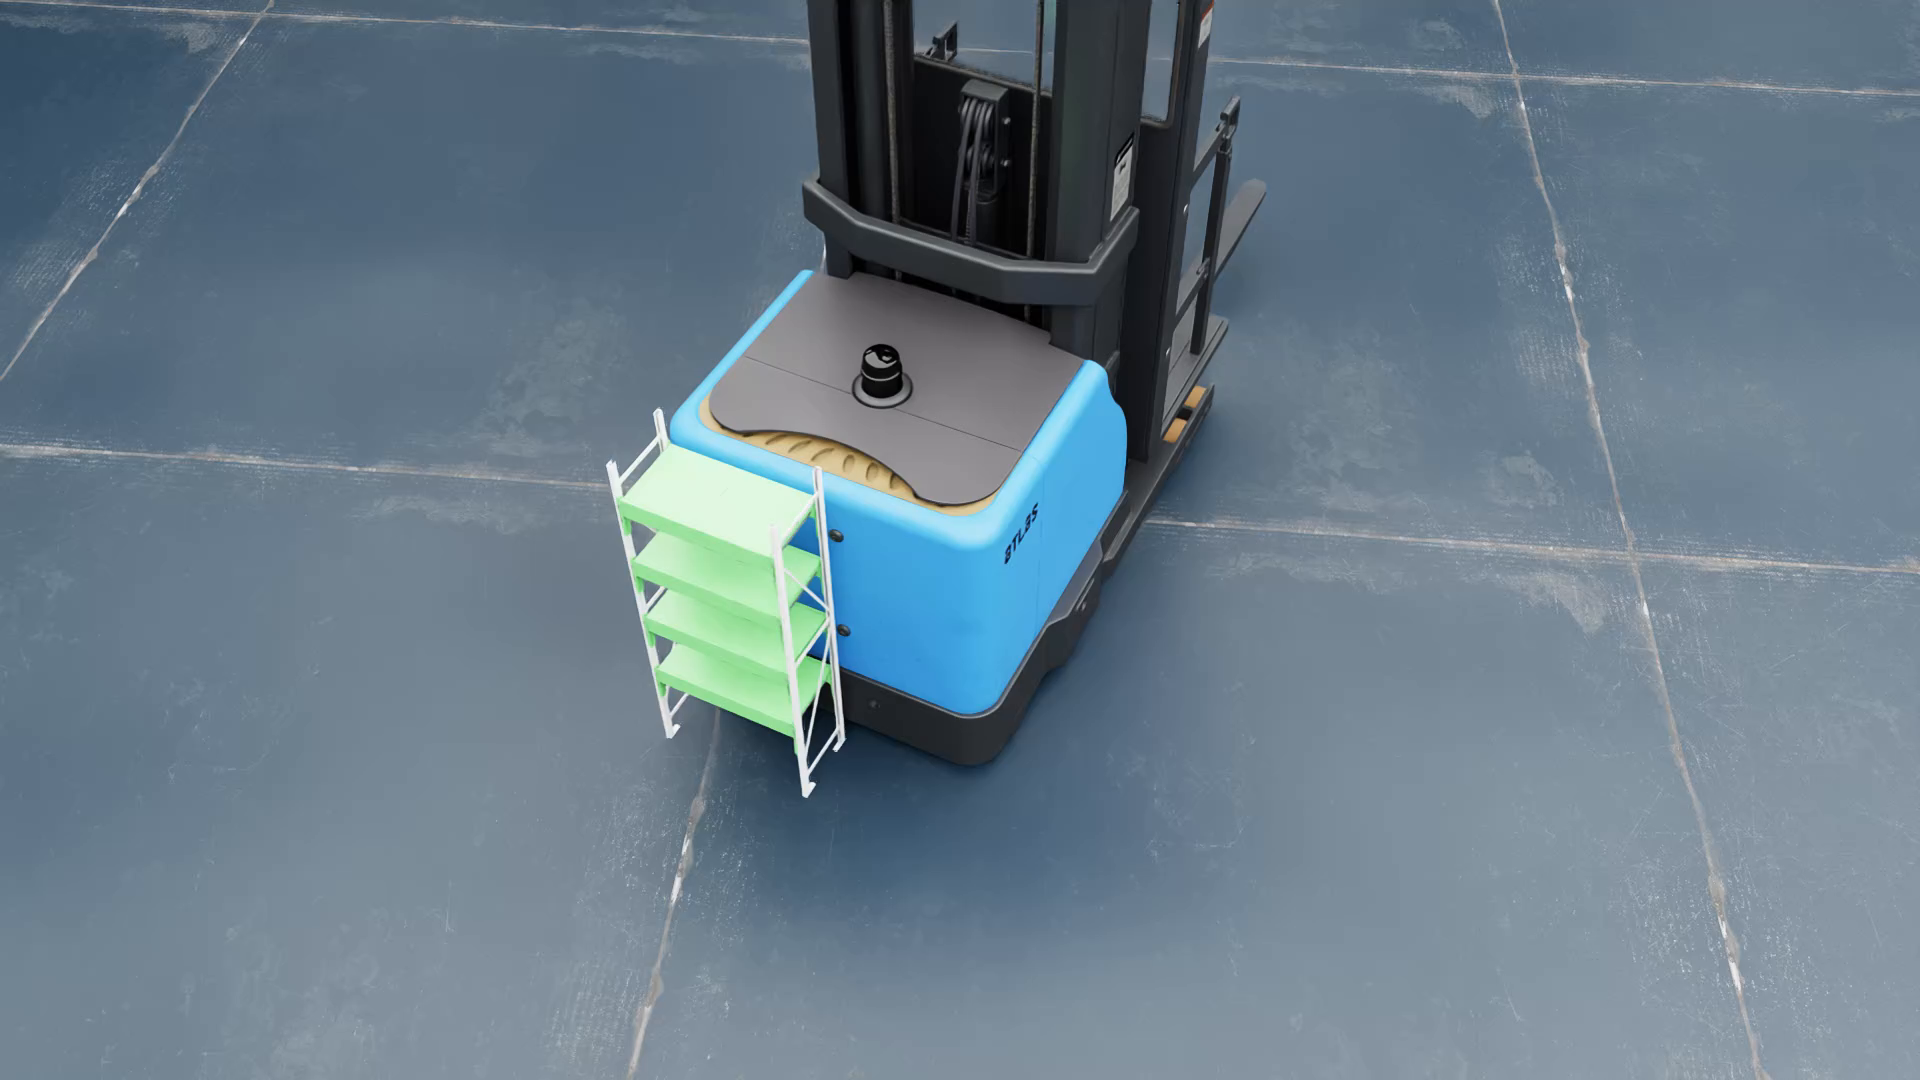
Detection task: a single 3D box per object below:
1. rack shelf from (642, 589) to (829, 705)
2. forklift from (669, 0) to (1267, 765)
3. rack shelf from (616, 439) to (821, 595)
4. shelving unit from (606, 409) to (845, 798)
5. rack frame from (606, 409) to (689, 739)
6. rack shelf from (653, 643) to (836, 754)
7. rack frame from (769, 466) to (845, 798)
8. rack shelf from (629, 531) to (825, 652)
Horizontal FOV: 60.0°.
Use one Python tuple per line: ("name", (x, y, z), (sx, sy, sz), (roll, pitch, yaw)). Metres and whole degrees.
("rack shelf", (-0.636, 0.258, 4.787), (0.480, 0.148, 0.258), (20, 51, 17))
("forklift", (0.279, -1.405, 5.048), (1.130, 2.935, 3.031), (20, 51, 17))
("rack shelf", (-0.636, -0.066, 4.433), (0.480, 0.148, 0.258), (20, 51, 17))
("shelving unit", (-0.636, 0.215, 4.740), (0.503, 1.200, 0.258), (20, 51, 17))
("rack frame", (-0.855, 0.135, 4.813), (0.015, 1.200, 0.240), (20, 51, 17))
("rack shelf", (-0.636, 0.420, 4.965), (0.480, 0.148, 0.258), (20, 51, 17))
("rack frame", (-0.417, 0.295, 4.667), (0.015, 1.200, 0.240), (20, 51, 17))
("rack shelf", (-0.636, 0.096, 4.610), (0.480, 0.148, 0.258), (20, 51, 17))
